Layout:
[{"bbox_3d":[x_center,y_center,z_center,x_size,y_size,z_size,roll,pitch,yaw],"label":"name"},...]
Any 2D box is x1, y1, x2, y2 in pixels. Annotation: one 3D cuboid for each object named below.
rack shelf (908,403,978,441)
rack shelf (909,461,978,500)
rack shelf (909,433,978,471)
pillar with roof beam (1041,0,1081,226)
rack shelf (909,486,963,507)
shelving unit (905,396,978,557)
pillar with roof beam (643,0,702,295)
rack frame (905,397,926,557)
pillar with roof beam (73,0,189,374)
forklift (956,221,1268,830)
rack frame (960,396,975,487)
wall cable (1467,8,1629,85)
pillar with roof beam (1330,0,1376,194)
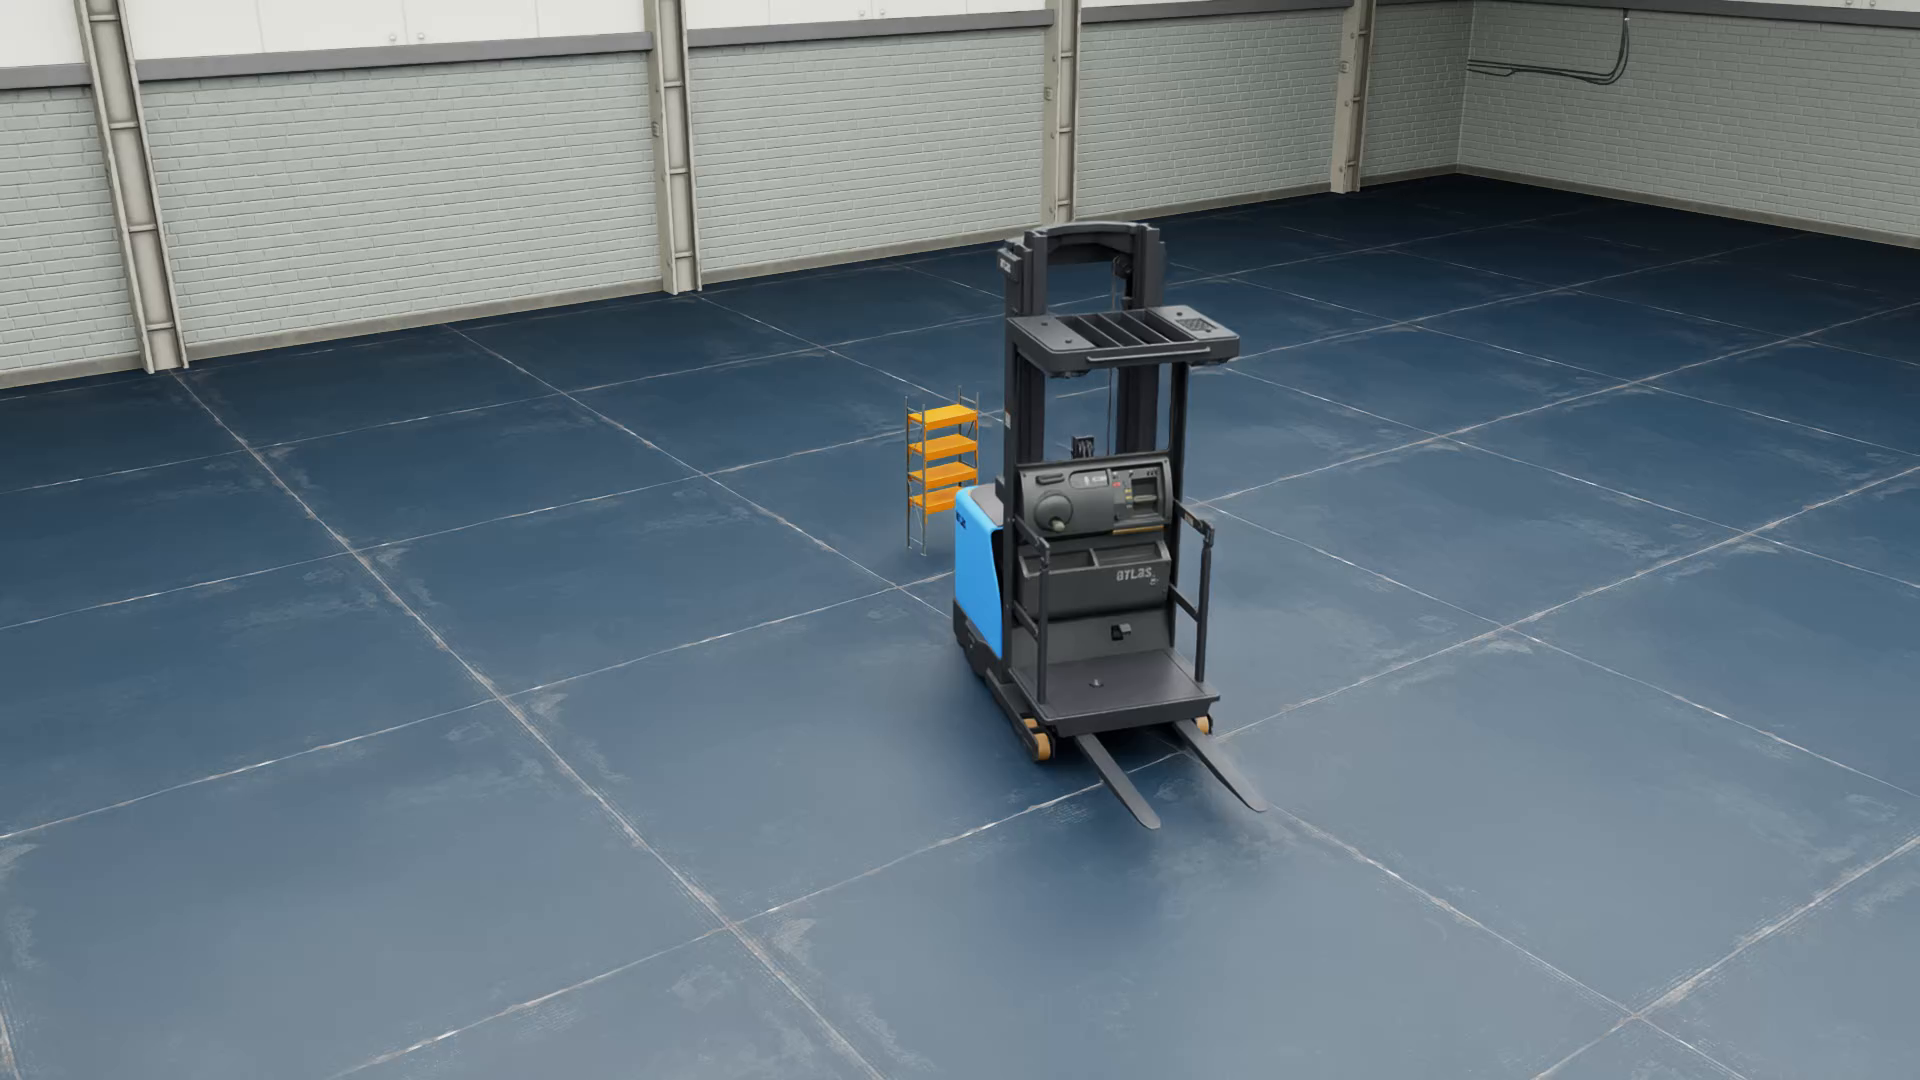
[{"bbox_3d":[-0.134,-0.886,12.439,0.480,0.148,0.258,-15,26,-33],"label":"rack shelf"},{"bbox_3d":[-0.134,-0.459,12.609,0.480,0.148,0.258,-15,26,-33],"label":"rack shelf"},{"bbox_3d":[-0.134,-0.667,12.526,0.480,0.148,0.258,-15,26,-33],"label":"rack shelf"},{"bbox_3d":[3.929,-7.292,19.029,0.400,9.000,9.100,-15,26,-33],"label":"pillar with roof beam"},{"bbox_3d":[-0.134,-0.324,12.663,0.457,0.021,0.221,-15,26,-33],"label":"rack shelf"},{"bbox_3d":[-0.136,-0.521,12.583,0.499,1.200,0.258,-15,26,-33],"label":"shelving unit"},{"bbox_3d":[-0.941,-5.993,15.774,0.400,9.000,9.100,-15,26,-33],"label":"pillar with roof beam"},{"bbox_3d":[-0.332,-0.469,12.452,0.015,1.200,0.240,-15,26,-33],"label":"rack frame"},{"bbox_3d":[-5.812,-4.695,12.520,0.400,9.000,9.100,-15,26,-33],"label":"pillar with roof beam"},{"bbox_3d":[0.860,-0.236,9.533,1.121,2.935,3.031,-6,23,-15],"label":"forklift"},{"bbox_3d":[0.063,-0.574,12.717,0.006,1.046,0.228,-15,26,-33],"label":"rack frame"},{"bbox_3d":[9.449,-8.684,26.706,0.112,2.526,3.097,-15,26,-33],"label":"wall cable"},{"bbox_3d":[8.799,-8.591,22.283,0.400,9.000,9.100,-15,26,-33],"label":"pillar with roof beam"}]
